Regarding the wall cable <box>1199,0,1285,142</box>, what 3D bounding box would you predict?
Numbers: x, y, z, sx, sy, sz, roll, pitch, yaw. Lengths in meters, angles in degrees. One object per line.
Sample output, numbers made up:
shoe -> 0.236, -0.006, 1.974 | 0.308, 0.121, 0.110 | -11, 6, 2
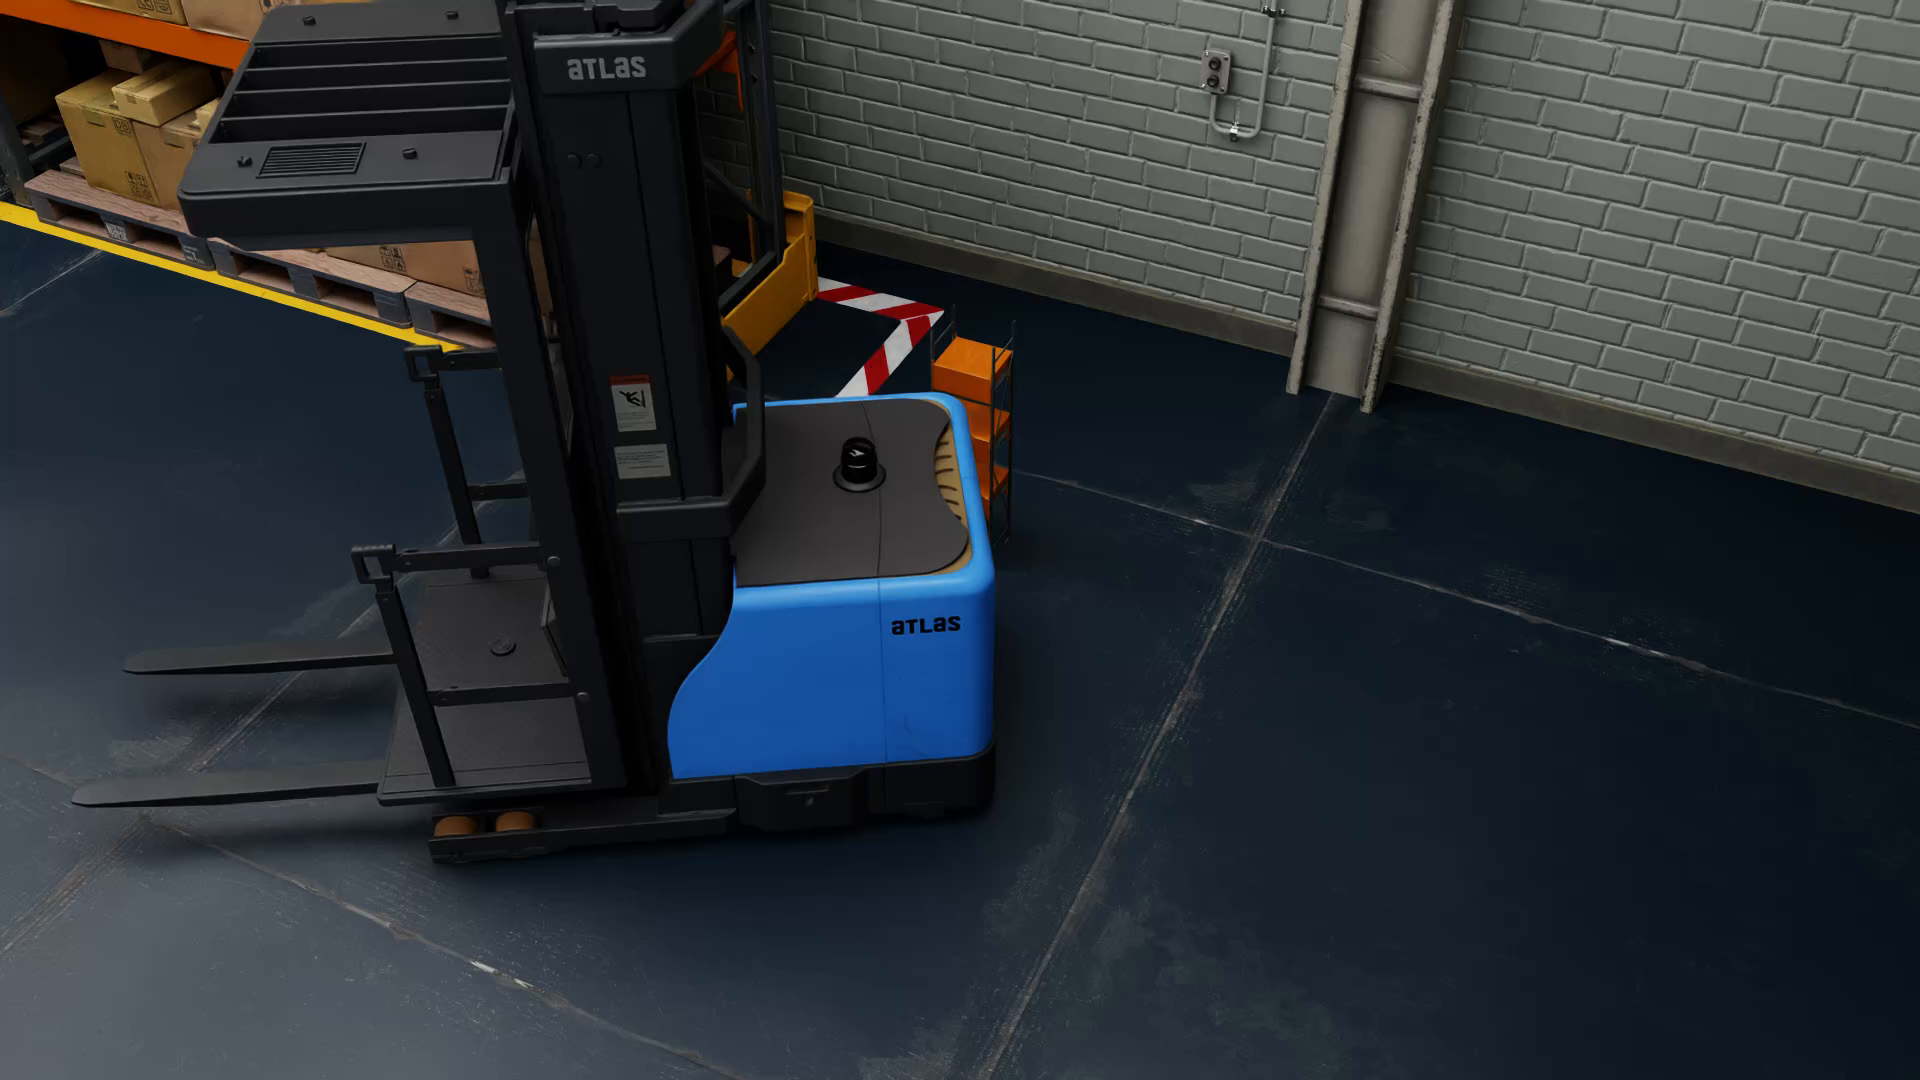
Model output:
wall cable -> 0.465, -2.667, 6.761 | 1.851, 1.984, 0.084 | 17, 44, 19

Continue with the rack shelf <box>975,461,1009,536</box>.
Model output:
rack shelf -> 0.048, -0.164, 6.578 | 0.240, 0.259, 0.215 | 17, 44, 19

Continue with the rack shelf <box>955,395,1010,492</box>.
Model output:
rack shelf -> 0.048, -0.374, 6.396 | 0.240, 0.259, 0.215 | 17, 44, 19

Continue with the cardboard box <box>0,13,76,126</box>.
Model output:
cardboard box -> -5.364, -2.633, 8.818 | 0.750, 0.750, 0.750 | 17, 44, 19

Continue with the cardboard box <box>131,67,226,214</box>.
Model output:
cardboard box -> -3.632, -1.989, 8.342 | 0.500, 0.500, 0.700 | 17, 44, 18

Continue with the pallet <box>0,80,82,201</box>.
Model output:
pallet -> -5.451, -2.299, 9.241 | 1.213, 0.211, 1.003 | 17, 44, 19

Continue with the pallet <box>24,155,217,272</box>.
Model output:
pallet -> -4.064, -1.873, 8.750 | 1.213, 0.211, 1.003 | 17, 44, 19

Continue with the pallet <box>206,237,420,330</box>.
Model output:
pallet -> -2.954, -1.536, 8.361 | 1.213, 0.211, 1.003 | 17, 44, 19

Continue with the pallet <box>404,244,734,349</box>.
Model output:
pallet -> -1.853, -1.197, 7.970 | 1.213, 0.211, 1.003 | 17, 44, 19

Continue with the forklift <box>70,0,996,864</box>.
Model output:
forklift -> -1.431, -0.401, 4.975 | 3.031, 2.935, 1.130 | -4, 41, -4

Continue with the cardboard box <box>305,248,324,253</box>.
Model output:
cardboard box -> -3.167, -1.845, 8.177 | 0.500, 0.500, 0.700 | 18, 44, 20

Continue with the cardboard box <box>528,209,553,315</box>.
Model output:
cardboard box -> -1.771, -1.424, 7.691 | 0.500, 0.500, 0.700 | 17, 44, 19

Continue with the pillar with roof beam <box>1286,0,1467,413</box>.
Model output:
pillar with roof beam -> -0.102, -1.553, 1.672 | 0.400, 9.000, 9.100 | 17, 44, 19

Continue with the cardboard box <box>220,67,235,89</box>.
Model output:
cardboard box -> -3.415, -2.316, 8.224 | 0.250, 0.149, 0.380 | 16, 43, 17

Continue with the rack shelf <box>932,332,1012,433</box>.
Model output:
rack shelf -> 0.048, -0.588, 6.210 | 0.240, 0.259, 0.215 | 17, 44, 19

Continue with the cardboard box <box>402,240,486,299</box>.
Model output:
cardboard box -> -2.225, -1.563, 7.851 | 0.500, 0.500, 0.700 | 17, 44, 19

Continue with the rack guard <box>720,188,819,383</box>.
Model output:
rack guard -> -1.073, -1.125, 7.666 | 0.348, 0.500, 1.175 | 17, 44, 19

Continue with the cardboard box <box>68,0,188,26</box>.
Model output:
cardboard box -> -3.576, -2.932, 7.613 | 0.700, 0.700, 0.980 | 16, 43, 18

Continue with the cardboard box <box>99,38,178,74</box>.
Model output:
cardboard box -> -4.133, -2.533, 8.475 | 0.250, 0.149, 0.380 | 17, 44, 18

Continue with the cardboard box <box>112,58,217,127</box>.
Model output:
cardboard box -> -3.852, -2.172, 8.058 | 0.250, 0.149, 0.380 | 18, 44, 20

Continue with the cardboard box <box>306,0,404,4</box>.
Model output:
cardboard box -> -2.225, -2.519, 7.137 | 0.700, 0.700, 0.980 | 17, 44, 18

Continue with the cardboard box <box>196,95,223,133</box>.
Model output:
cardboard box -> -3.379, -2.027, 7.891 | 0.250, 0.149, 0.380 | 16, 43, 17

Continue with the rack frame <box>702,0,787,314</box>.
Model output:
rack frame -> -1.095, -2.076, 6.855 | 0.127, 3.000, 1.000 | 17, 44, 19

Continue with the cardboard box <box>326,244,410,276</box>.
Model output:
cardboard box -> -2.681, -1.702, 8.011 | 0.500, 0.500, 0.700 | 16, 43, 17

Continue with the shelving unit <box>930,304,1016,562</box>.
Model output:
shelving unit -> 0.048, -0.382, 6.389 | 0.252, 1.050, 0.215 | 17, 44, 19

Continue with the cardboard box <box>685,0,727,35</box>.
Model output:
cardboard box -> -1.561, -2.325, 6.913 | 0.700, 0.700, 0.980 | 19, 44, 21

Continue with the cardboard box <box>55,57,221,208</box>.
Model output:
cardboard box -> -4.085, -2.130, 8.505 | 0.500, 0.500, 0.700 | 18, 44, 19

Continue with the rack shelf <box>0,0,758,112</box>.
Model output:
rack shelf -> -2.907, -2.358, 7.729 | 4.000, 0.370, 1.077 | 17, 44, 19

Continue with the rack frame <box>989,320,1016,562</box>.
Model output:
rack frame -> 0.159, -0.348, 6.350 | 0.008, 1.050, 0.200 | 17, 44, 19

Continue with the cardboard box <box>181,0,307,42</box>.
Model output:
cardboard box -> -2.912, -2.736, 7.387 | 0.700, 0.700, 0.980 | 15, 43, 17

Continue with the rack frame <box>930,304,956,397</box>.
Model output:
rack frame -> -0.062, -0.416, 6.428 | 0.008, 1.050, 0.200 | 17, 44, 19

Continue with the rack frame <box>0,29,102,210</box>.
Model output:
rack frame -> -4.720, -3.184, 8.133 | 0.127, 3.000, 1.000 | 17, 44, 19
